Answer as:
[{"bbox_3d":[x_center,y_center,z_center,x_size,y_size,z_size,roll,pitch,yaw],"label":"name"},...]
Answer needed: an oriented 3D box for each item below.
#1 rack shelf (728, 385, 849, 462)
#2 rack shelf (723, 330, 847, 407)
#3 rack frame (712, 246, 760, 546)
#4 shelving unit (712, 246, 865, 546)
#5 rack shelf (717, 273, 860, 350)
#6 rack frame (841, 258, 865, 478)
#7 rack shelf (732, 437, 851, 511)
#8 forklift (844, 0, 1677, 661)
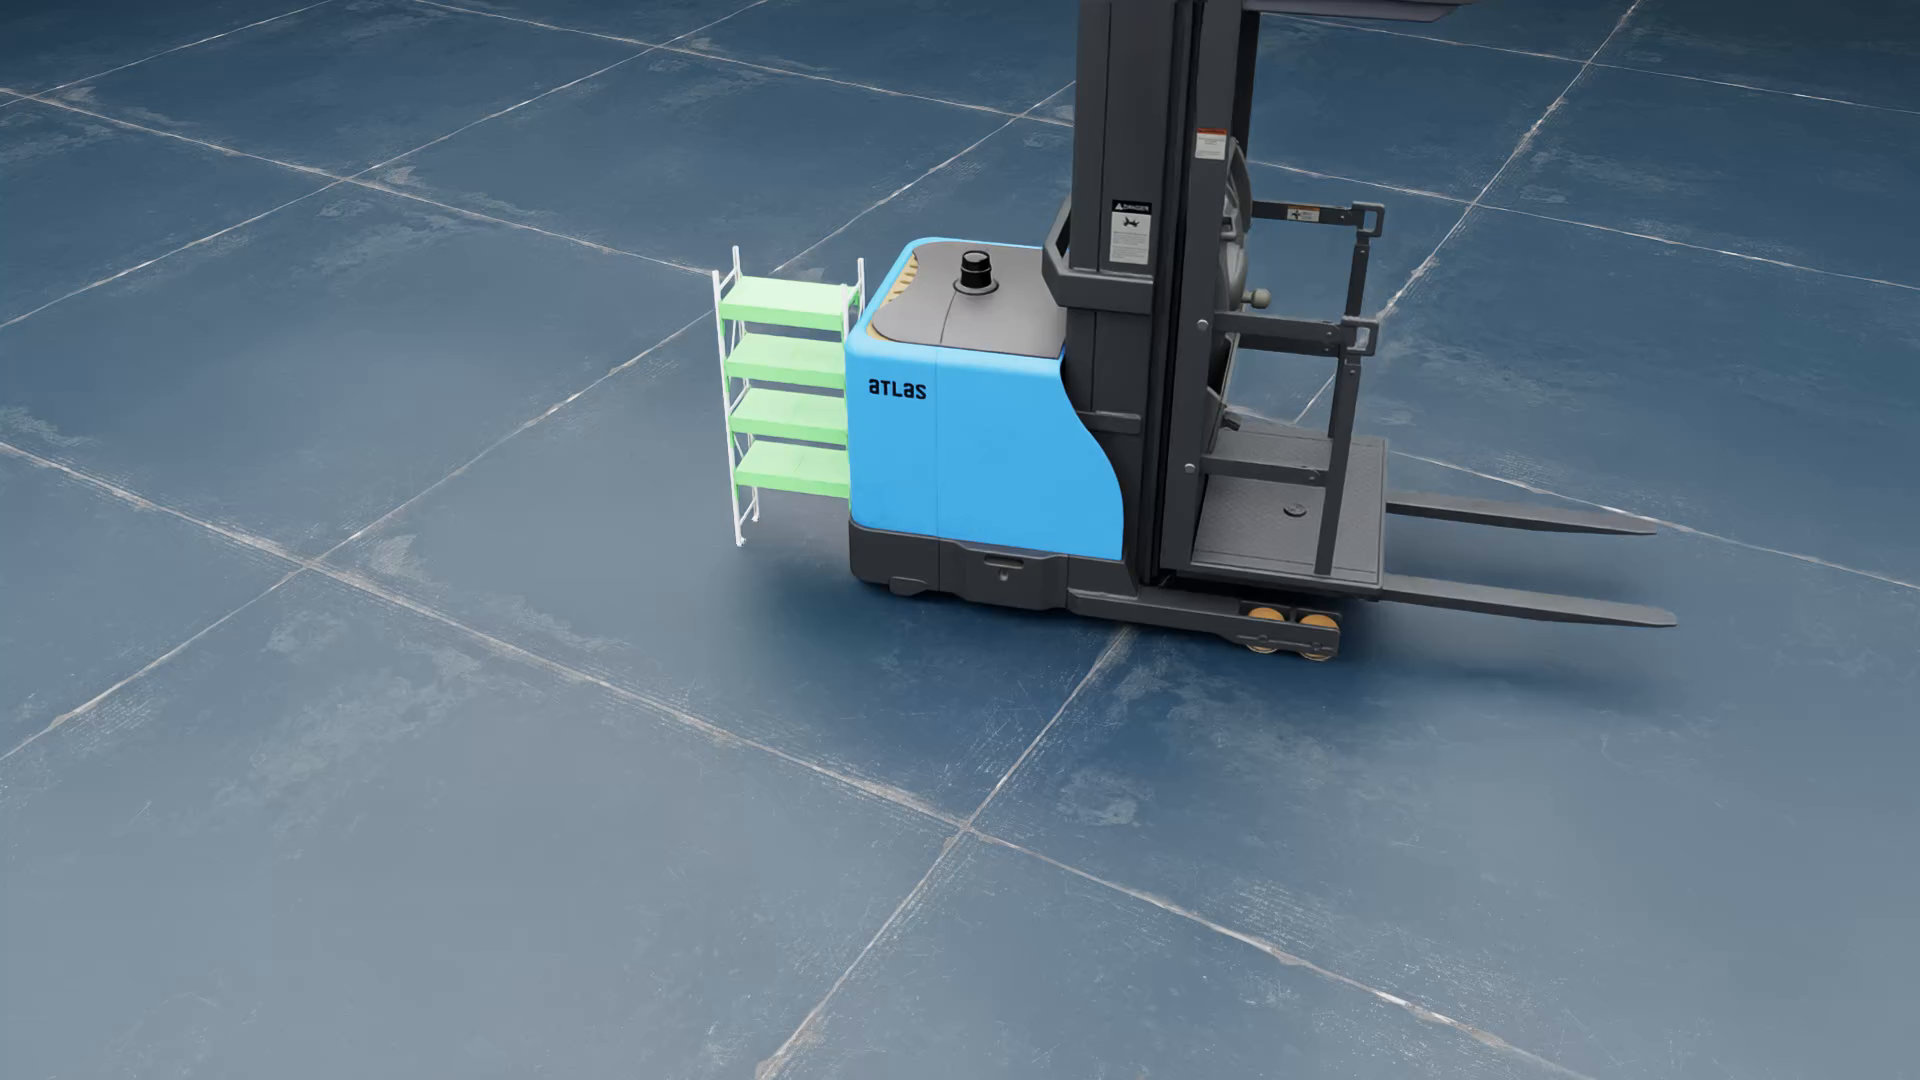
[{"bbox_3d":[-0.629,-0.455,6.466,0.480,0.148,0.258,7,34,11],"label":"rack shelf"},{"bbox_3d":[-0.629,-0.655,6.333,0.480,0.148,0.258,7,34,11],"label":"rack shelf"},{"bbox_3d":[-0.867,-0.539,6.477,0.015,1.200,0.240,7,34,11],"label":"rack frame"},{"bbox_3d":[-0.629,-0.508,6.431,0.503,1.200,0.258,7,34,11],"label":"shelving unit"},{"bbox_3d":[-0.629,-0.855,6.200,0.480,0.148,0.258,7,34,11],"label":"rack shelf"},{"bbox_3d":[-0.392,-0.478,6.385,0.015,1.200,0.240,7,34,11],"label":"rack frame"},{"bbox_3d":[-0.629,-0.256,6.599,0.480,0.148,0.258,7,34,11],"label":"rack shelf"},{"bbox_3d":[1.146,-1.104,5.764,3.031,2.935,1.130,7,34,11],"label":"forklift"}]
